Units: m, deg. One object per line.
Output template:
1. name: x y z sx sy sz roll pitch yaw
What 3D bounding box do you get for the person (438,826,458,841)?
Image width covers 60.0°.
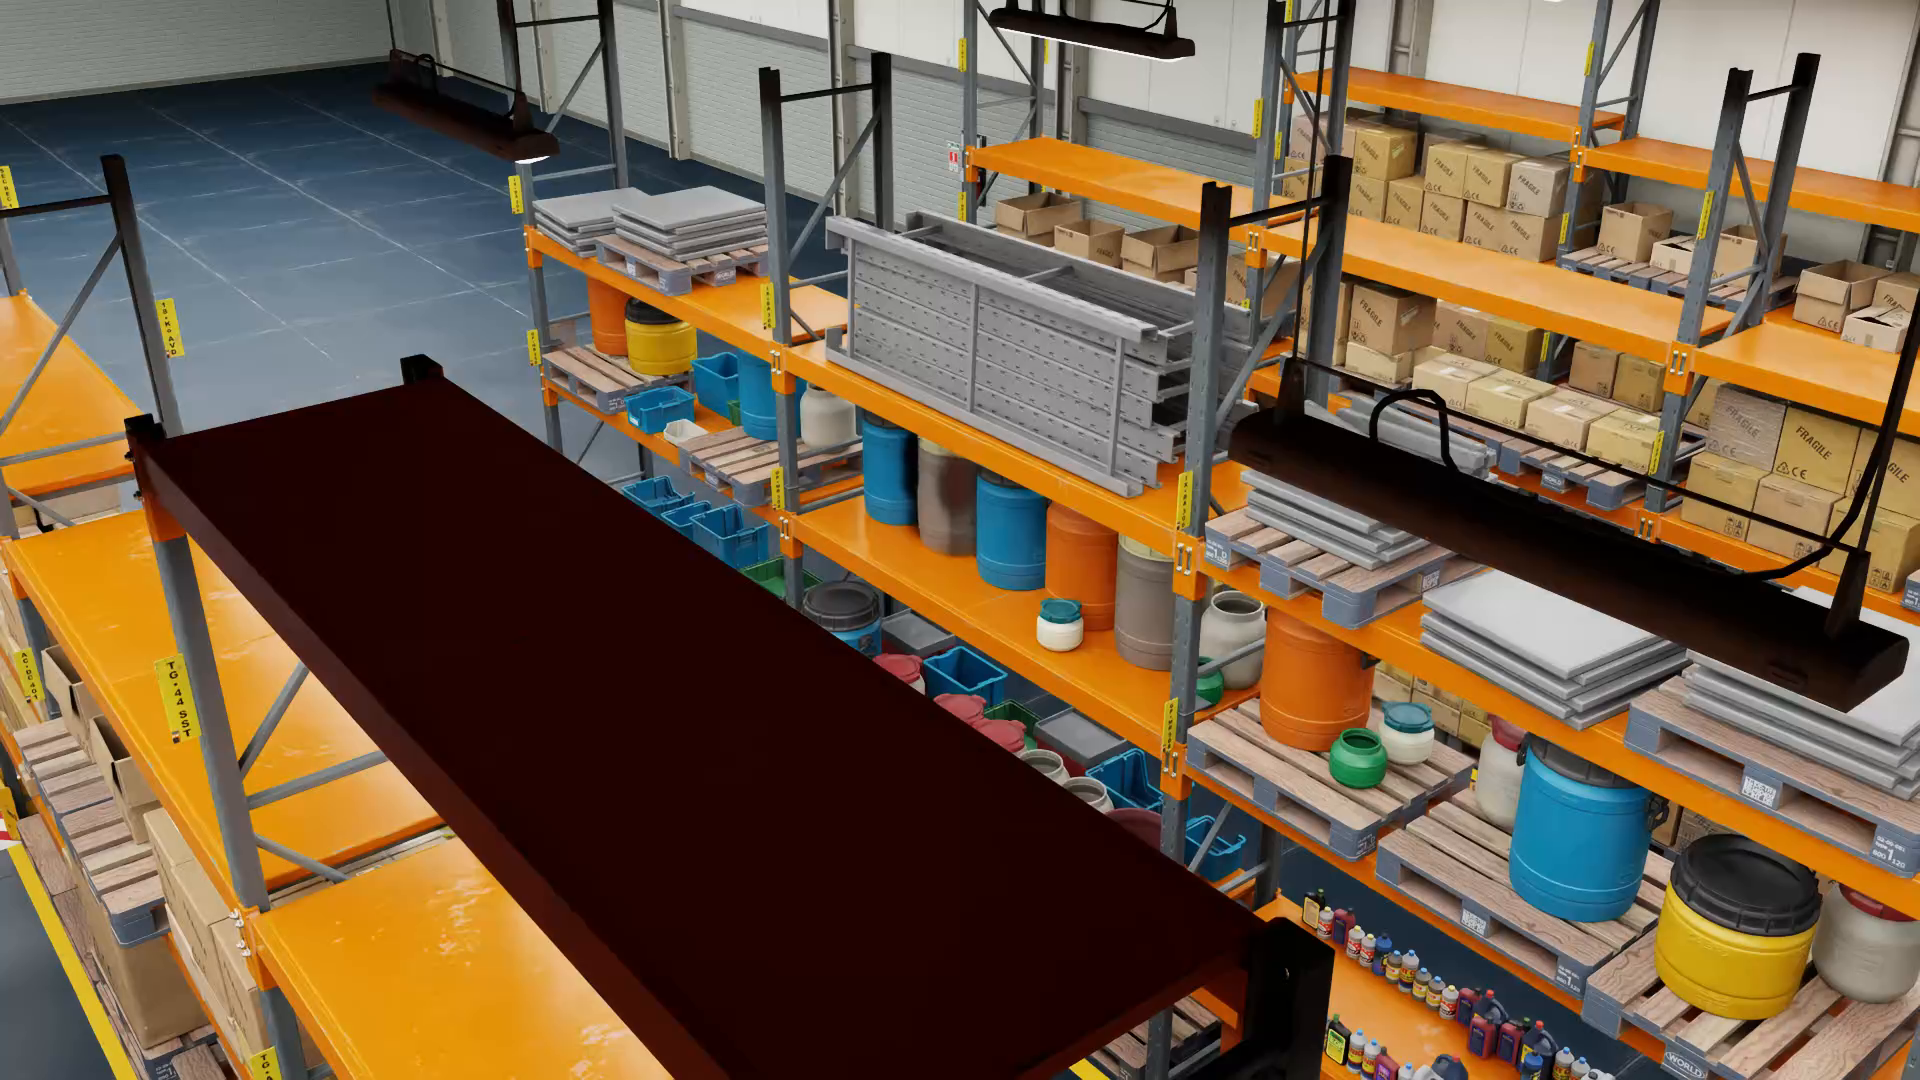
1. person: -3.618 2.047 11.999 0.550 1.754 0.602 -2 26 -4

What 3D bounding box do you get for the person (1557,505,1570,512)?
1. person: 5.510 0.417 15.629 0.507 1.593 0.499 8 27 15
